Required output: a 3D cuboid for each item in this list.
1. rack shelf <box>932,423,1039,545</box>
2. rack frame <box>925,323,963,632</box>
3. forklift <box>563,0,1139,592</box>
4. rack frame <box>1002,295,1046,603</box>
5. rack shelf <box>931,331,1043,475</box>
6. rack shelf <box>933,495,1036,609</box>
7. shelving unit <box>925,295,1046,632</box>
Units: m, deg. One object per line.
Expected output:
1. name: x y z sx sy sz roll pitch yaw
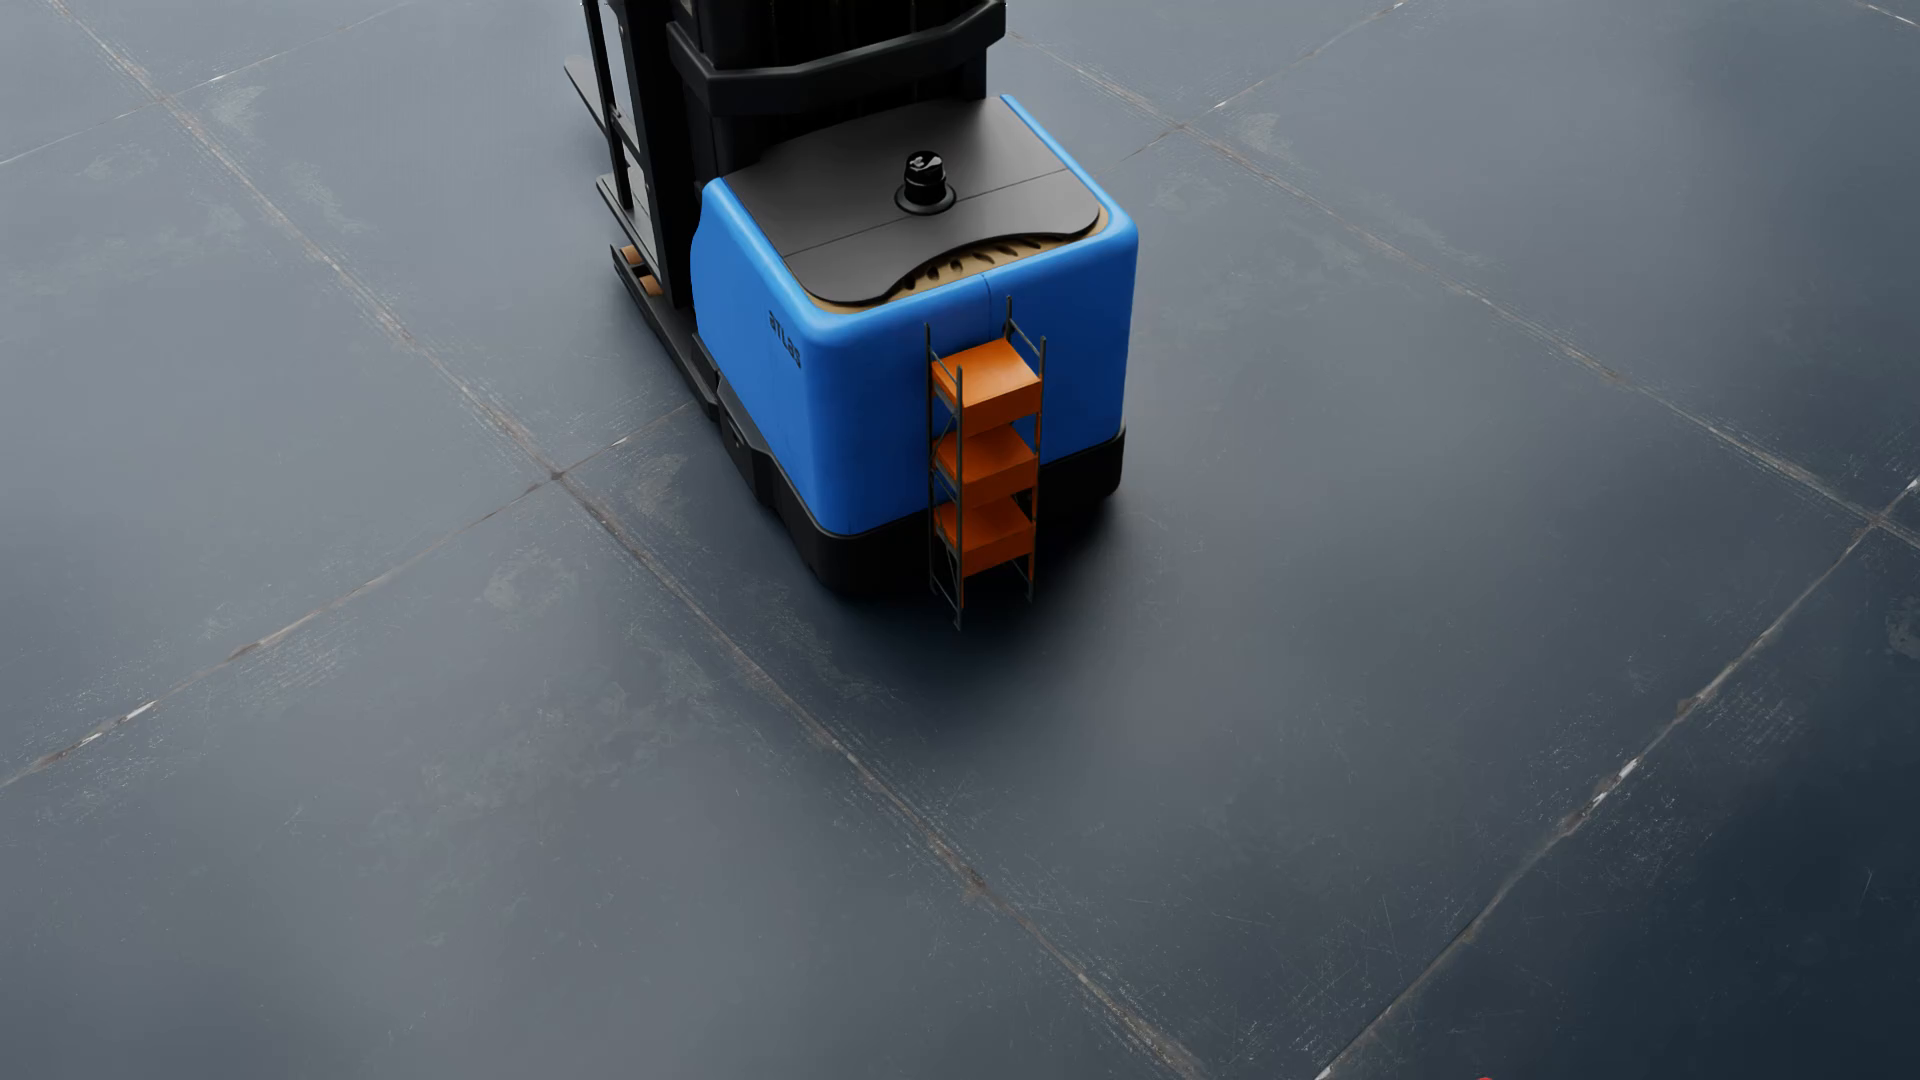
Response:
1. rack shelf: 0.065 -0.180 4.716 0.240 0.259 0.215 -21 51 -18
2. rack frame: -0.043 -0.146 4.670 0.008 1.050 0.200 -21 51 -18
3. forklift: -0.612 -1.924 5.031 1.130 2.935 3.031 -21 51 -18
4. rack frame: 0.173 -0.229 4.747 0.008 1.050 0.200 -21 51 -18
5. rack shelf: 0.065 -0.372 4.507 0.240 0.259 0.215 -21 51 -18
6. rack shelf: 0.065 0.008 4.921 0.240 0.259 0.215 -21 51 -18
7. shelving unit: 0.065 -0.187 4.708 0.252 1.050 0.215 -21 51 -18
